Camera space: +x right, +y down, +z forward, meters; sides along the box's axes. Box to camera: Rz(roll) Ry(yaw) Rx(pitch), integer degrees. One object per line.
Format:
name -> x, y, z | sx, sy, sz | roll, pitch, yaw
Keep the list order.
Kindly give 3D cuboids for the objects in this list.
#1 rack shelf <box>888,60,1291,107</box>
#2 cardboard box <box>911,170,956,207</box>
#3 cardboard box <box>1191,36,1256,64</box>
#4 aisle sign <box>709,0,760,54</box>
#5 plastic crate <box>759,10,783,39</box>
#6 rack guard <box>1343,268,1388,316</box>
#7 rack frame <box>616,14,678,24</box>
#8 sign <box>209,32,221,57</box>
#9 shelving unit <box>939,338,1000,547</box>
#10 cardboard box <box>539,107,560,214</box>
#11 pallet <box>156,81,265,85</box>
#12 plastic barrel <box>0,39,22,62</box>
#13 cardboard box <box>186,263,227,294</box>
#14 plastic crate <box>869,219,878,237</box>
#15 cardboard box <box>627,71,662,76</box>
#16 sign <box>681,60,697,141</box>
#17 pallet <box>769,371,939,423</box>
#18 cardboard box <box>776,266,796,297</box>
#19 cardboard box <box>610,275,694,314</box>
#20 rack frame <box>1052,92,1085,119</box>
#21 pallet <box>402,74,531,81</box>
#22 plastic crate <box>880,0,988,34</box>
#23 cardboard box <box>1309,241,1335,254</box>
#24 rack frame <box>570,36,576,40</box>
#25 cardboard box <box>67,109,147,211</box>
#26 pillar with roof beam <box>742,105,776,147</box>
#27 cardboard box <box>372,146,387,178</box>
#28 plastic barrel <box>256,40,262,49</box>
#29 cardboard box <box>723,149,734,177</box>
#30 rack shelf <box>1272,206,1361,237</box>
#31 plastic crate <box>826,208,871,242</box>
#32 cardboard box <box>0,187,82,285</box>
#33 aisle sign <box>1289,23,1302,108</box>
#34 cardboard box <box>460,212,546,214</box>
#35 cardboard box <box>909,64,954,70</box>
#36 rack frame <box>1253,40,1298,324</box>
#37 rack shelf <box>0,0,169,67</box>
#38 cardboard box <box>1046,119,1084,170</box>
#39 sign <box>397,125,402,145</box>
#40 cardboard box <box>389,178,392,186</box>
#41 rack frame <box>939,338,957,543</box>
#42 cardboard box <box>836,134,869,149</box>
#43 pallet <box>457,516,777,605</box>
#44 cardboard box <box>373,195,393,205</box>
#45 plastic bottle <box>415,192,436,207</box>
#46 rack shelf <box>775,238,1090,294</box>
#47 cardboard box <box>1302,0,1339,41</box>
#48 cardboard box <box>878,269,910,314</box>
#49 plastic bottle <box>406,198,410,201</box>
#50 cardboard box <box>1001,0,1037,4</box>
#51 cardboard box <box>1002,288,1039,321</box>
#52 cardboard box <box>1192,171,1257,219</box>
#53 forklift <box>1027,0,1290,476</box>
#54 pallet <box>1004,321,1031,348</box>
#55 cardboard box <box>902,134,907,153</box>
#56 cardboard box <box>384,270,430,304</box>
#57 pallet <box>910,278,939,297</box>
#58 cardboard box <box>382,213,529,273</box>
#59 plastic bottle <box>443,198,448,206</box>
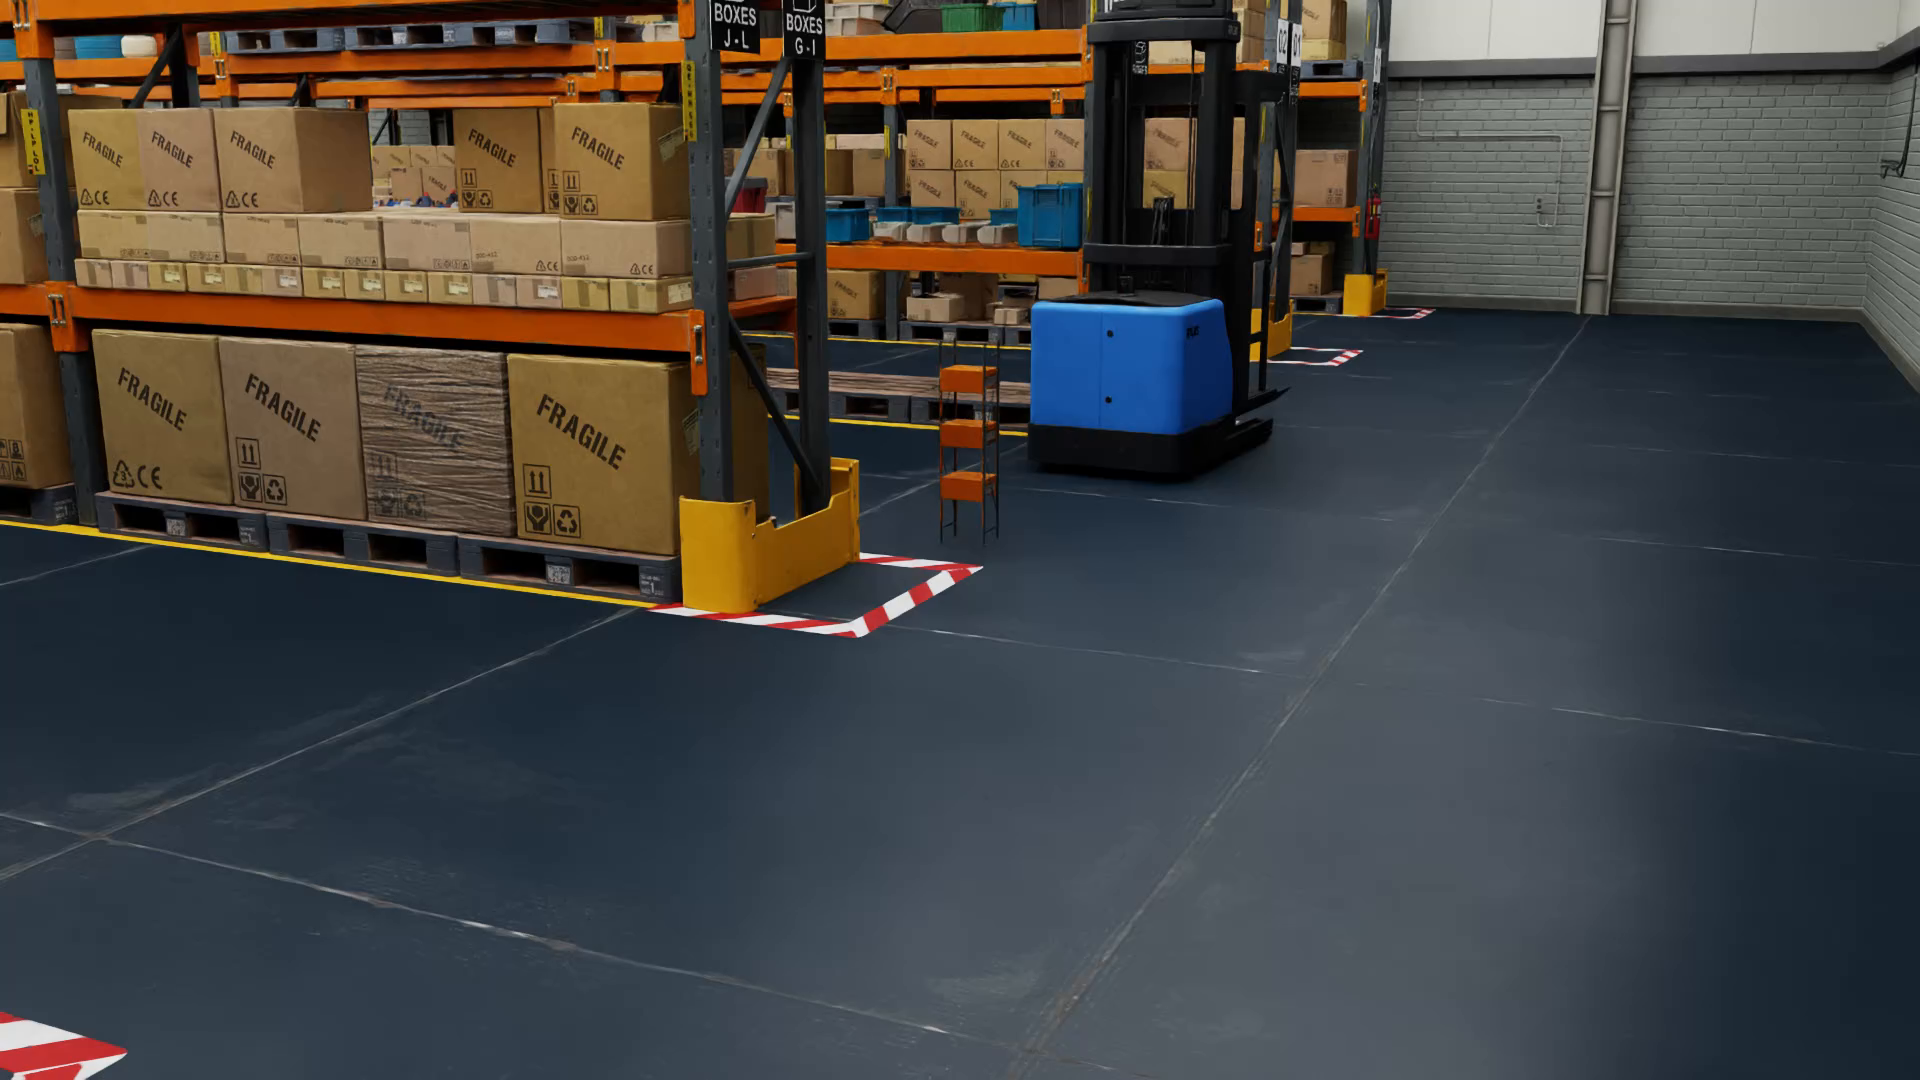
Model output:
rack shelf -> 1.290, -4.631, 16.932 | 4.000, 0.370, 1.077 | 6, 14, 23
cardboard box -> -0.183, -3.650, 17.527 | 0.500, 0.500, 0.500 | 6, 15, 25
cardboard box -> 2.542, -4.715, 16.047 | 0.500, 0.250, 0.500 | 6, 14, 23
aisle sign -> -0.953, -2.463, 6.995 | 0.004, 0.787, 0.394 | 6, 14, 23
plastic crate -> -1.524, -3.896, 12.512 | 0.590, 0.269, 0.497 | 6, 14, 23
rack guard -> 5.144, -3.151, 21.091 | 0.348, 0.500, 1.175 | 6, 14, 23
rack frame -> -2.548, -5.592, 12.889 | 0.127, 3.000, 1.000 | 6, 14, 23
sign -> -6.422, -4.335, 14.328 | 0.005, 0.325, 0.100 | 6, 14, 23
shelving unit -> 0.049, -0.506, 8.614 | 0.252, 1.050, 0.215 | 6, 14, 23
cardboard box -> -1.684, -1.851, 8.112 | 0.500, 0.500, 0.500 | 5, 14, 22
pallet -> -9.755, -6.050, 21.599 | 1.213, 0.211, 1.003 | 6, 14, 23
plastic barrel -> -9.310, -5.114, 16.321 | 0.708, 0.901, 0.600 | 6, 14, 23
cardboard box -> -3.696, -1.345, 8.472 | 0.250, 0.149, 0.380 | 5, 14, 22
plastic crate -> -0.834, -2.474, 13.178 | 0.466, 0.136, 0.293 | 6, 14, 23
cardboard box -> -3.317, -5.504, 18.862 | 0.500, 0.500, 0.910 | 6, 14, 23
sign -> -1.130, -1.834, 6.951 | 0.005, 0.325, 0.100 | 6, 14, 23
pallet -> -0.741, -1.141, 13.157 | 1.213, 0.211, 1.003 | 6, 14, 23
cardboard box -> -2.013, -2.783, 18.557 | 0.500, 0.500, 0.500 | 6, 14, 24
cardboard box -> -1.356, -1.109, 7.464 | 0.250, 0.149, 0.380 | 6, 15, 24
rack frame -> 1.464, -4.741, 22.392 | 0.127, 3.000, 1.000 | 6, 14, 23
pallet -> -5.876, -5.591, 19.864 | 1.213, 0.211, 1.003 | 7, 15, 26
plastic crate -> -0.177, -3.930, 12.508 | 0.767, 0.338, 0.504 | 6, 14, 23
cardboard box -> 4.636, -3.748, 21.294 | 0.250, 0.149, 0.380 | 6, 14, 24
rack frame -> -4.196, -6.997, 18.874 | 0.127, 3.000, 1.000 | 6, 14, 23
cardboard box -> -4.220, -1.976, 8.646 | 0.500, 0.500, 0.500 | 6, 14, 23
pillar with roof beam -> -4.775, -7.433, 20.735 | 0.400, 9.000, 9.100 | 6, 14, 23
cardboard box -> -9.192, -6.046, 26.598 | 0.500, 0.500, 0.500 | 6, 14, 23
plastic barrel -> -6.365, -4.649, 15.191 | 0.421, 0.512, 0.421 | 0, 13, 0
cardboard box -> -2.815, -4.170, 18.821 | 0.500, 0.500, 0.700 | 9, 16, 34
rack shelf -> 3.293, -4.205, 21.686 | 4.000, 0.370, 1.077 | 6, 14, 23
plastic crate -> -0.873, -2.386, 12.590 | 0.300, 0.233, 0.416 | 6, 14, 23
cardboard box -> -5.093, -1.672, 9.095 | 0.500, 0.500, 0.500 | 6, 14, 23
aisle sign -> 3.300, -4.656, 16.342 | 0.004, 0.787, 0.394 | 6, 14, 23
cardboard box -> -2.163, -1.533, 8.401 | 0.500, 0.250, 0.500 | 5, 14, 21
cardboard box -> -0.194, -4.996, 17.244 | 0.500, 0.250, 0.500 | 6, 14, 23
rack frame -> 3.119, -3.336, 16.404 | 0.127, 3.000, 1.000 | 6, 14, 23
rack shelf -> -6.383, -2.932, 9.693 | 4.000, 0.370, 1.077 | 6, 14, 23
cardboard box -> 1.193, -3.996, 16.811 | 0.500, 0.500, 0.500 | 6, 15, 25
sign -> -9.264, -6.683, 27.442 | 0.005, 0.325, 0.100 | 6, 14, 23
cardboard box -> -8.709, -5.631, 26.472 | 0.500, 0.250, 0.500 | 5, 14, 21
rack frame -> -0.063, -0.517, 8.662 | 0.008, 1.050, 0.200 | 6, 14, 23
cardboard box -> -1.390, -5.534, 23.217 | 0.500, 0.250, 0.500 | 6, 14, 22
pallet -> -1.660, 0.033, 8.152 | 1.213, 0.211, 1.003 | 6, 14, 23
cardboard box -> -7.126, -4.199, 20.633 | 0.250, 0.149, 0.380 | 6, 14, 23
plastic bottle -> -4.528, -2.766, 14.085 | 0.185, 0.351, 0.144 | 6, 14, 23
rack shelf -> -0.720, -2.136, 12.867 | 4.000, 0.370, 1.077 | 6, 14, 23
cardboard box -> 4.342, -6.387, 20.390 | 0.500, 0.500, 0.500 | 6, 14, 23
cardboard box -> -0.882, -2.799, 18.624 | 0.500, 0.500, 0.500 | 5, 14, 21
plastic bottle -> -4.998, -2.959, 15.080 | 0.097, 0.271, 0.097 | 0, 13, 0
cardboard box -> 0.781, -5.544, 16.840 | 0.500, 0.500, 0.700 | 6, 14, 23
cardboard box -> 0.783, -2.548, 17.971 | 0.500, 0.311, 0.500 | 6, 14, 23
cardboard box -> 2.599, -3.369, 16.327 | 0.500, 0.500, 0.500 | 6, 15, 25
forklift -> 1.553, -2.119, 11.369 | 1.130, 2.935, 3.031 | 7, 15, 26
pallet -> 1.208, -2.172, 17.549 | 1.213, 0.211, 1.003 | 6, 14, 23
cardboard box -> -0.462, -5.442, 22.827 | 0.500, 0.250, 0.500 | 5, 14, 22
cardboard box -> -2.528, -1.227, 7.967 | 0.250, 0.149, 0.380 | 6, 14, 23
pallet -> -0.391, -3.551, 23.428 | 1.213, 0.211, 1.003 | 6, 14, 23
cardboard box -> -2.377, -1.422, 7.927 | 0.500, 0.250, 0.500 | 5, 14, 21
plastic bottle -> -4.618, -2.931, 14.934 | 0.133, 0.283, 0.061 | 6, 14, 23
